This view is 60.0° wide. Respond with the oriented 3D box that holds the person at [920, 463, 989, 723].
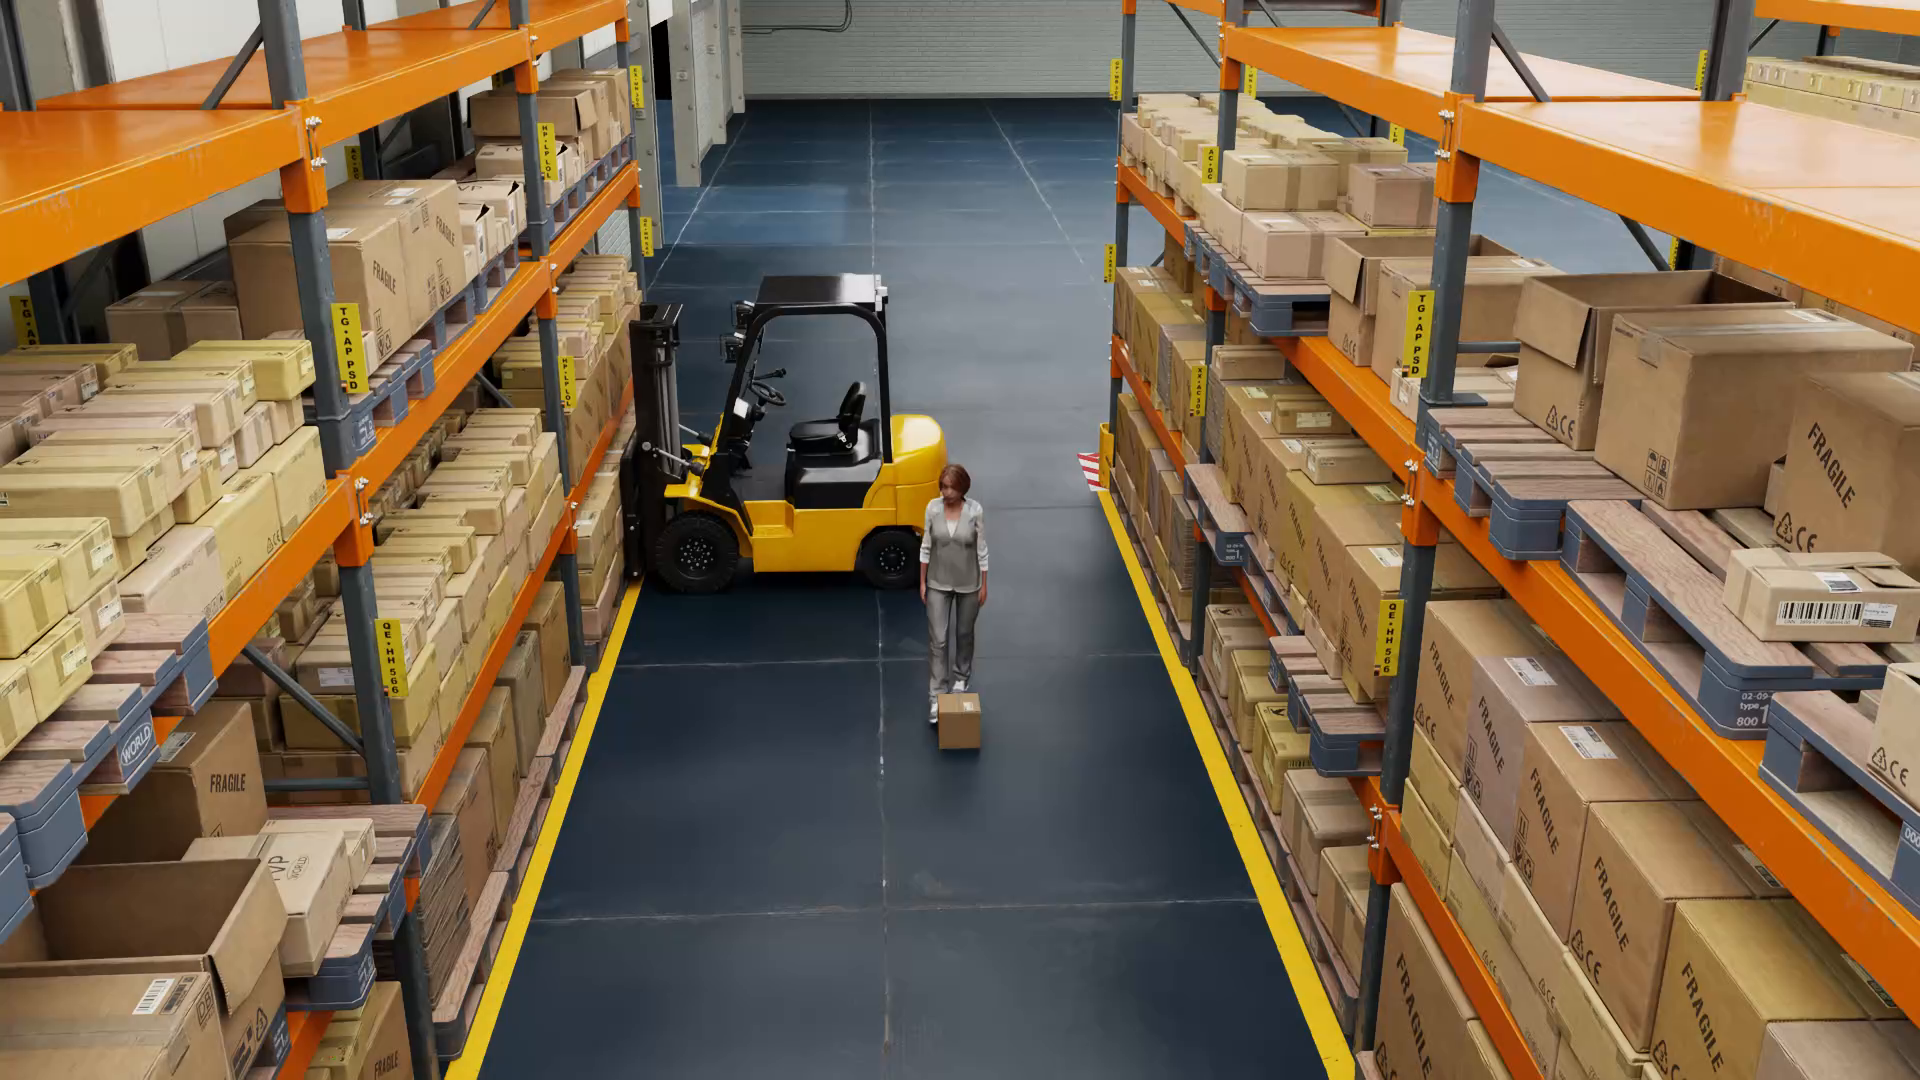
[{"bbox_3d":[-0.042,0.320,10.232,0.430,1.588,0.685,1,21,2],"label":"person"}]
